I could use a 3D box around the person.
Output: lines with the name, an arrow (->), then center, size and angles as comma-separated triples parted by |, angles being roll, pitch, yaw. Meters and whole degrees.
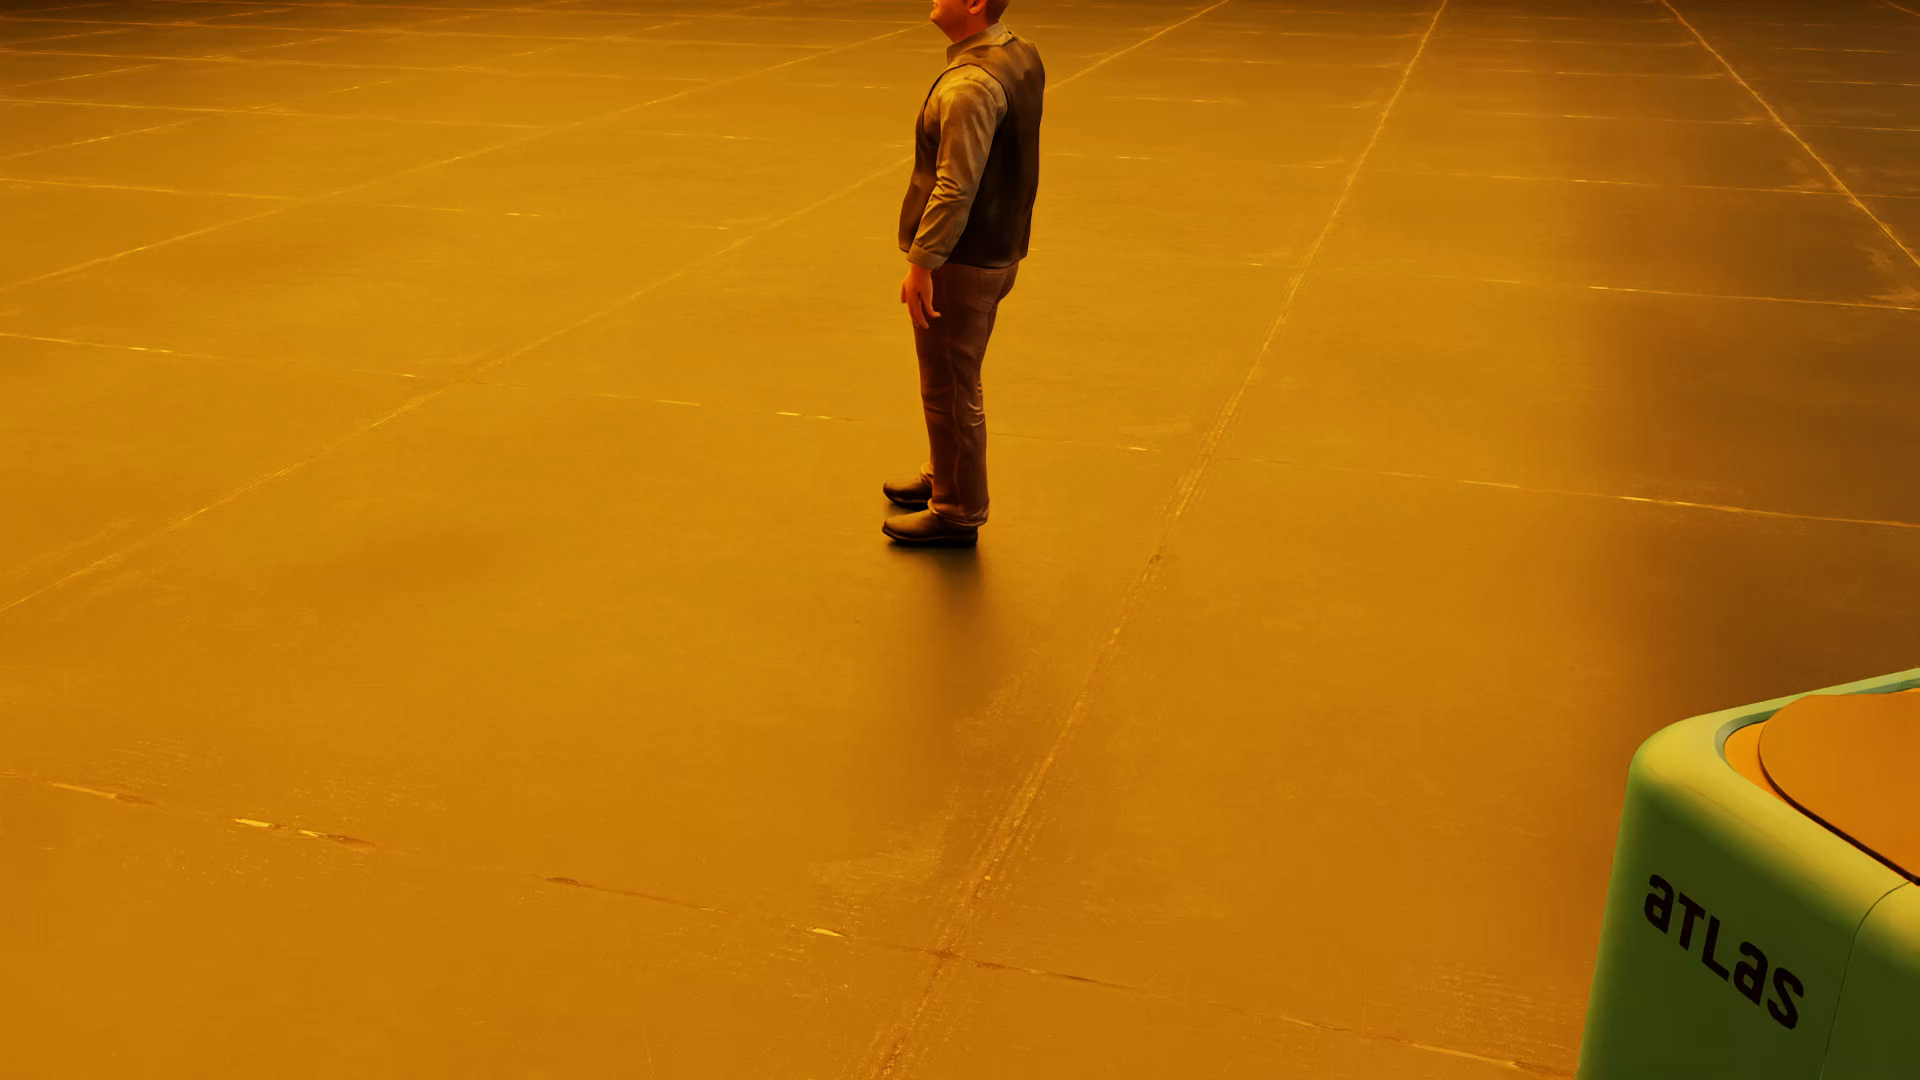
person -> -0.058, -0.812, 4.813 | 0.566, 1.722, 0.633 | 7, 23, 16
